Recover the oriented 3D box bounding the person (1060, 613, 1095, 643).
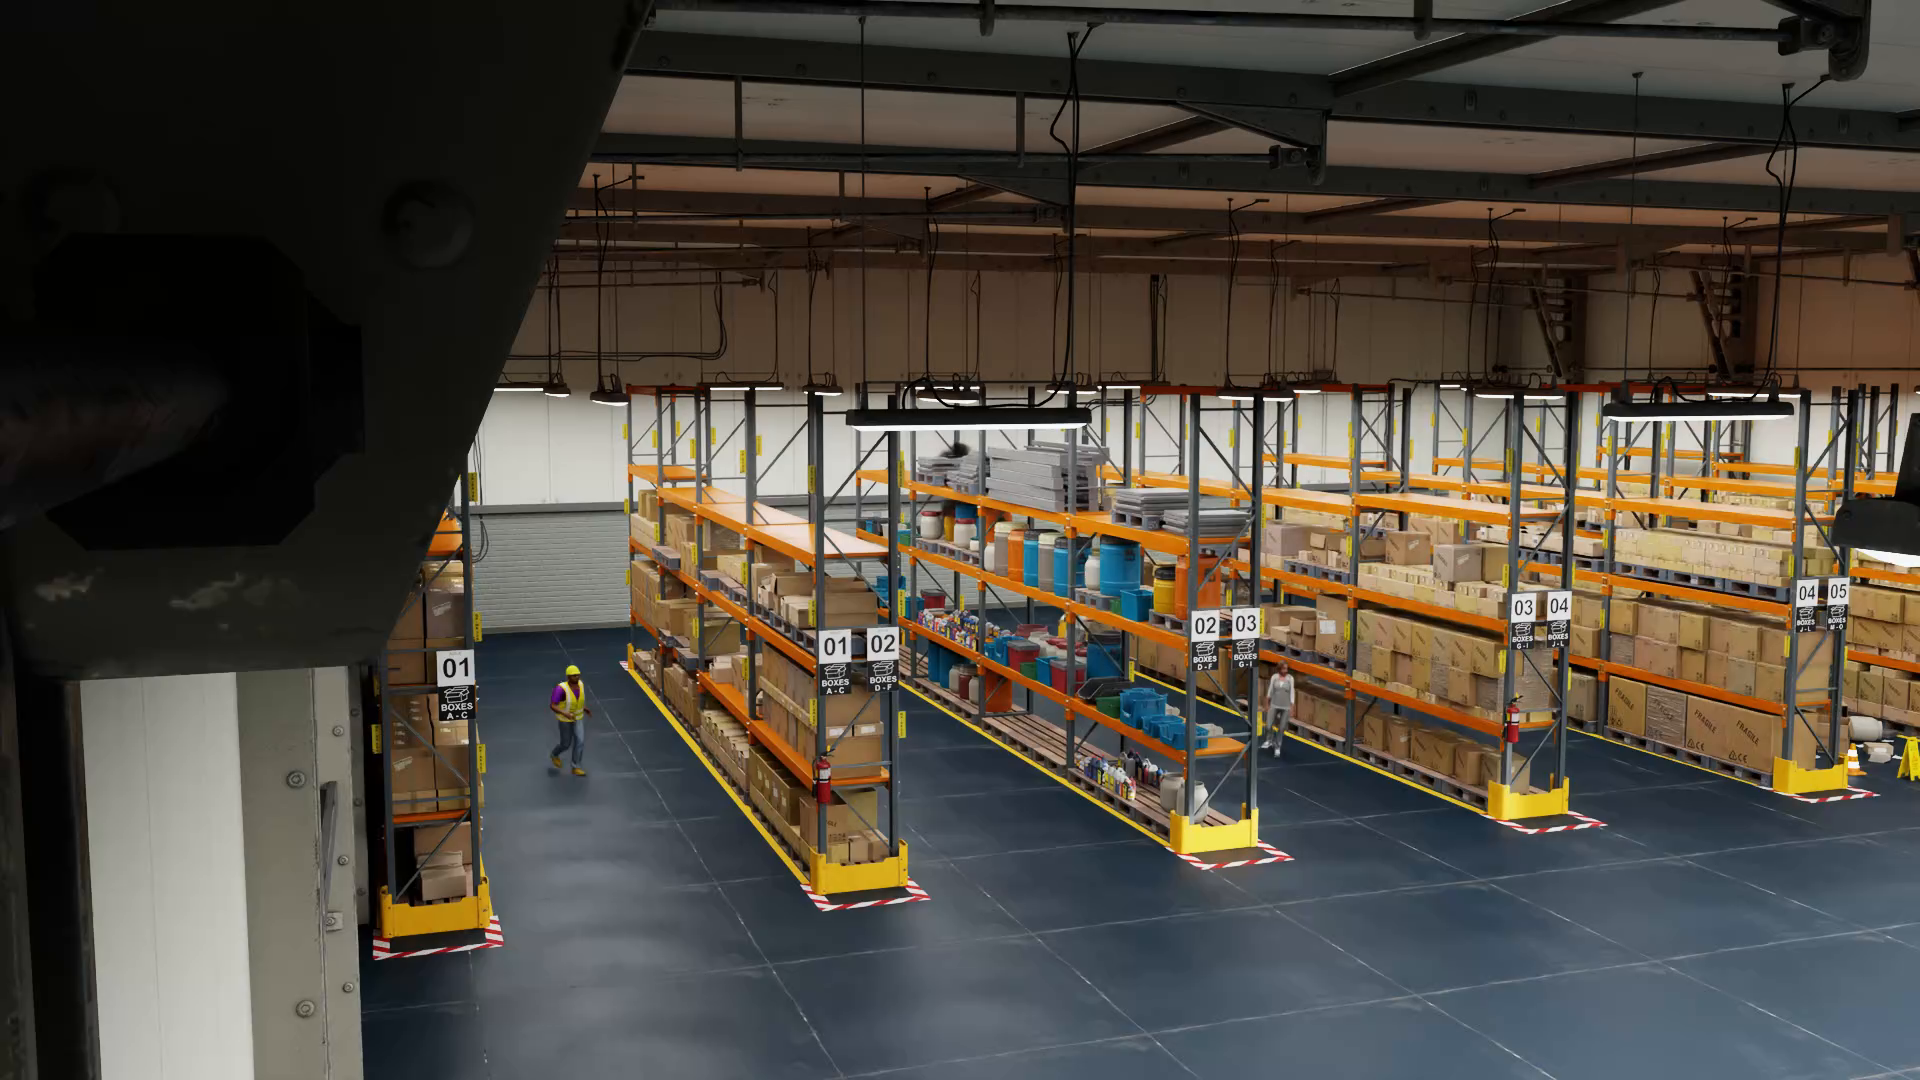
[{"bbox_3d":[2.497,1.834,35.199,0.842,1.678,0.725,1,6,14],"label":"person"}]

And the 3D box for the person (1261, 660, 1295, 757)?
[{"bbox_3d":[5.199,2.745,27.165,0.532,1.610,0.439,1,6,12],"label":"person"}]

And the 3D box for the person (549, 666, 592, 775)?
[{"bbox_3d":[-6.153,2.795,26.021,0.695,1.722,0.851,-5,8,-43],"label":"person"}]
